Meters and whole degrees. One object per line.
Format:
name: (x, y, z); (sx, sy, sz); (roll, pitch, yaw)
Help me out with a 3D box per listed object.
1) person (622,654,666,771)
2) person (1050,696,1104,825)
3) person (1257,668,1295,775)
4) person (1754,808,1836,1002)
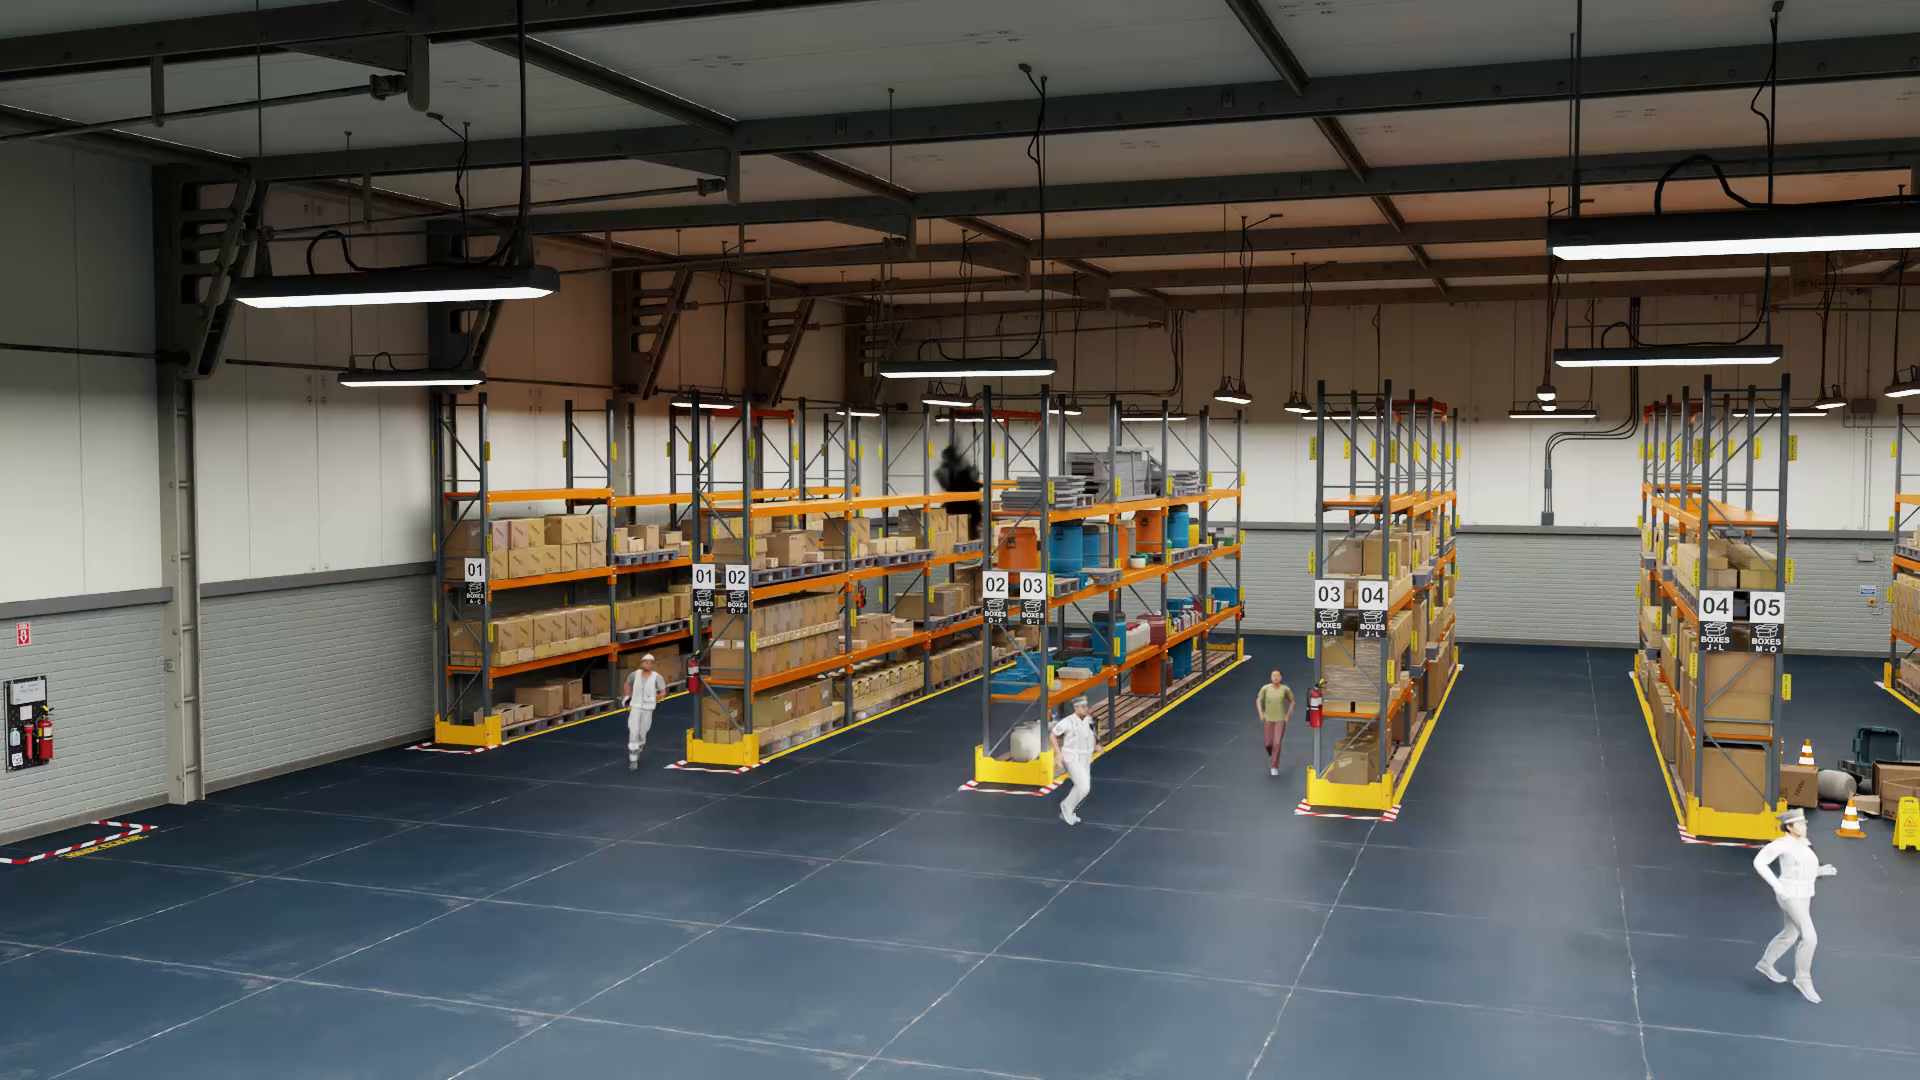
person: (-5.030, 2.704, 26.500); (0.689, 1.787, 0.861); (-1, 3, -9)
person: (1.600, 2.940, 22.194); (0.639, 1.739, 0.741); (-3, 4, -44)
person: (4.922, 2.811, 25.943); (0.589, 1.636, 0.589); (1, 3, 15)
person: (7.704, 3.337, 15.347); (0.593, 1.752, 0.686); (-2, 4, -38)
